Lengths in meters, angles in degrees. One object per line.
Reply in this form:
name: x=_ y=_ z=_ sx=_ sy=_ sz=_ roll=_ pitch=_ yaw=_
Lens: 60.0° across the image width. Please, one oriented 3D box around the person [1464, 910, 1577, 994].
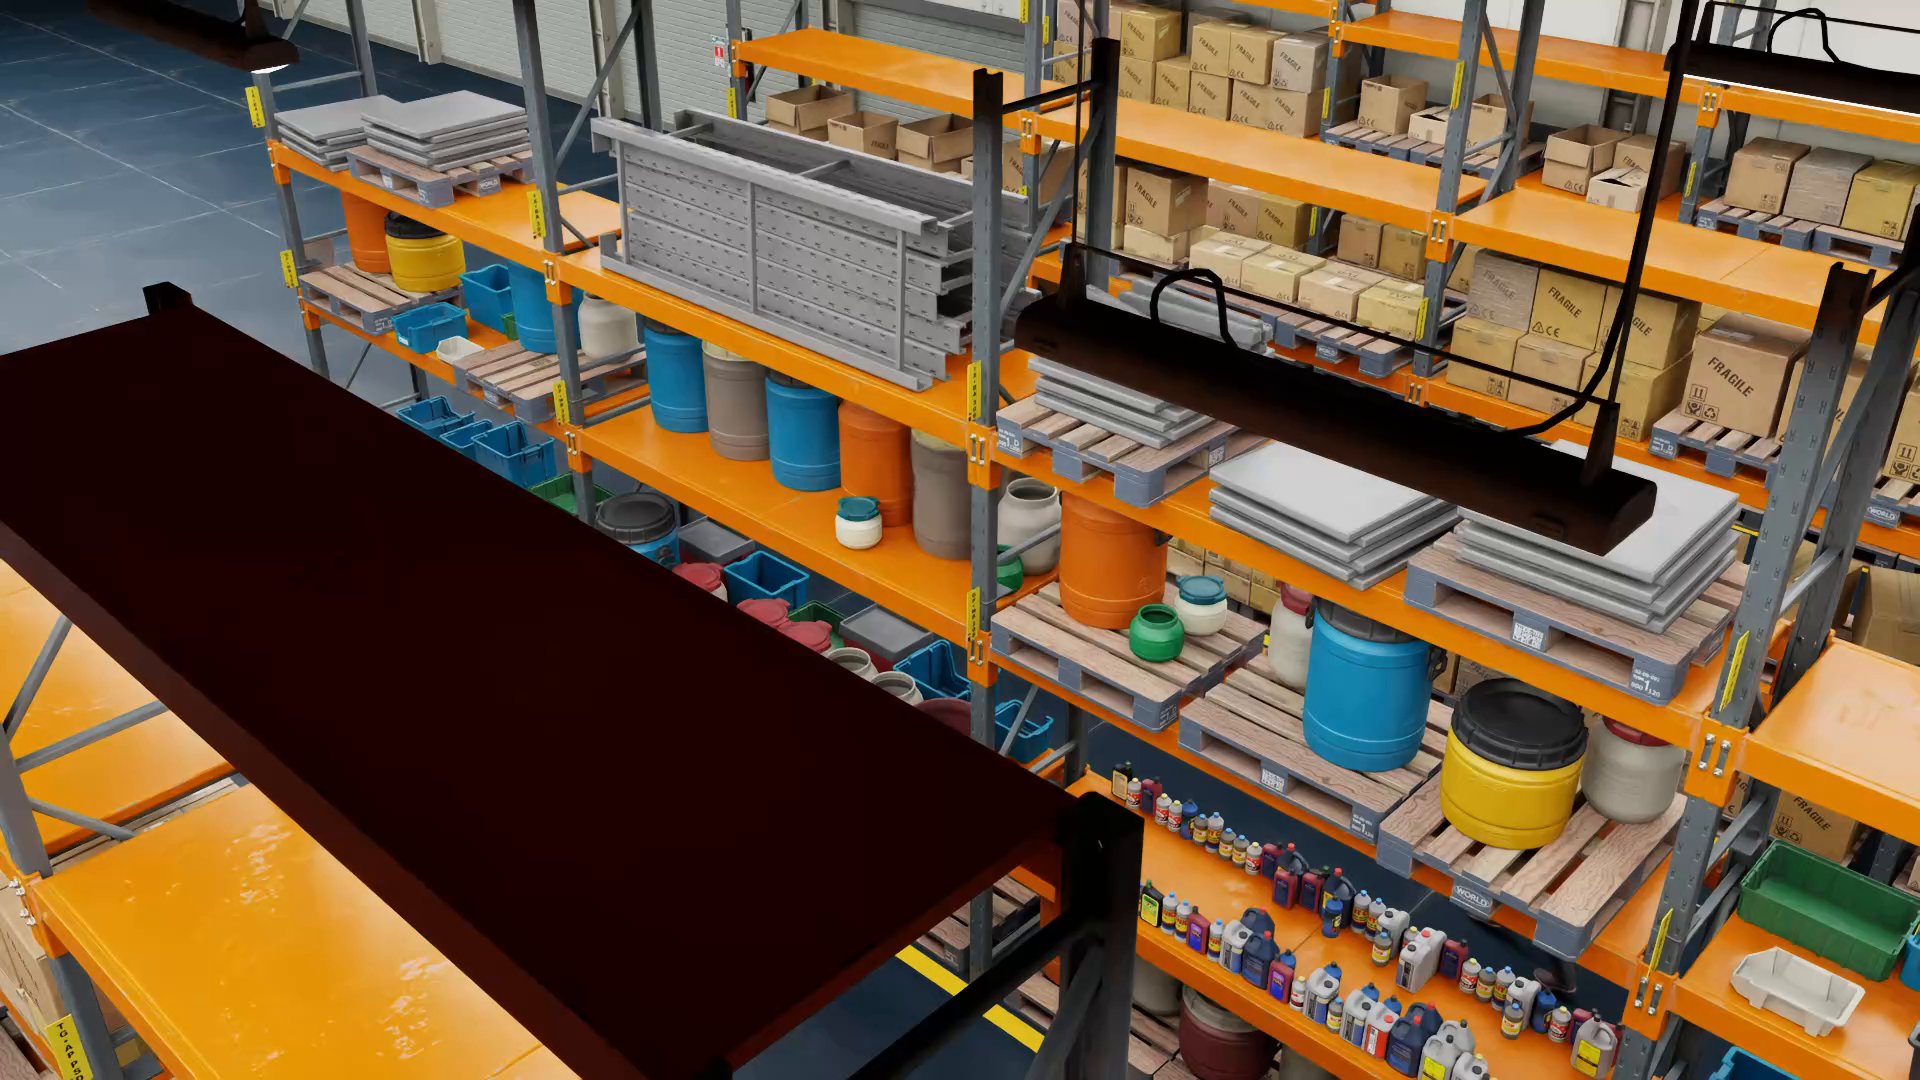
person: x=3.749 y=2.185 z=10.885 sx=0.470 sy=1.410 sz=0.979 roll=-21 pitch=36 yaw=-33
